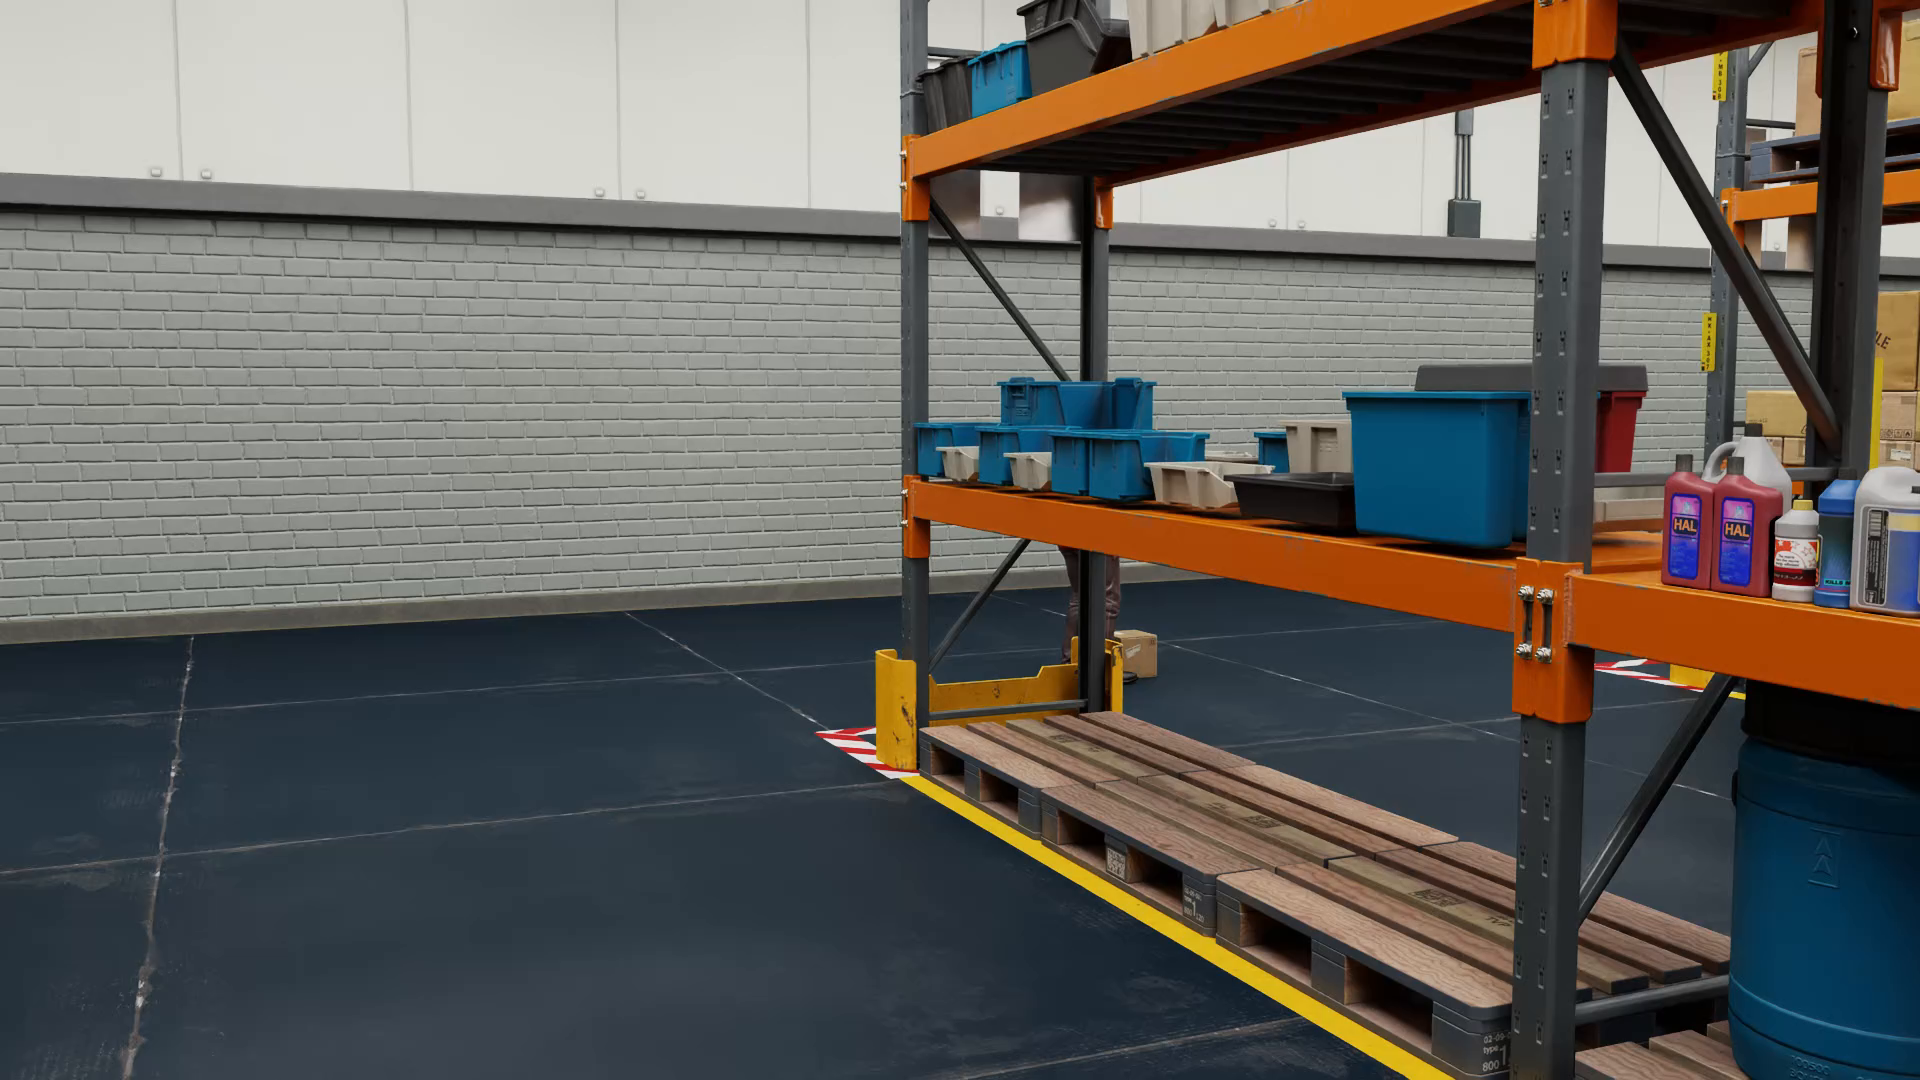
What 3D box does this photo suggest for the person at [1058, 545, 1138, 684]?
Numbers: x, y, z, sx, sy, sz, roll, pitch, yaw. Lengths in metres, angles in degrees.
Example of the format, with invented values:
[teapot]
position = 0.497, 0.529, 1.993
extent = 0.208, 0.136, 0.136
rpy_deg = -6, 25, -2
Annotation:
[person]
position = 0.752, -0.036, 9.767
extent = 0.412, 1.721, 0.587
rpy_deg = -2, 6, -25
